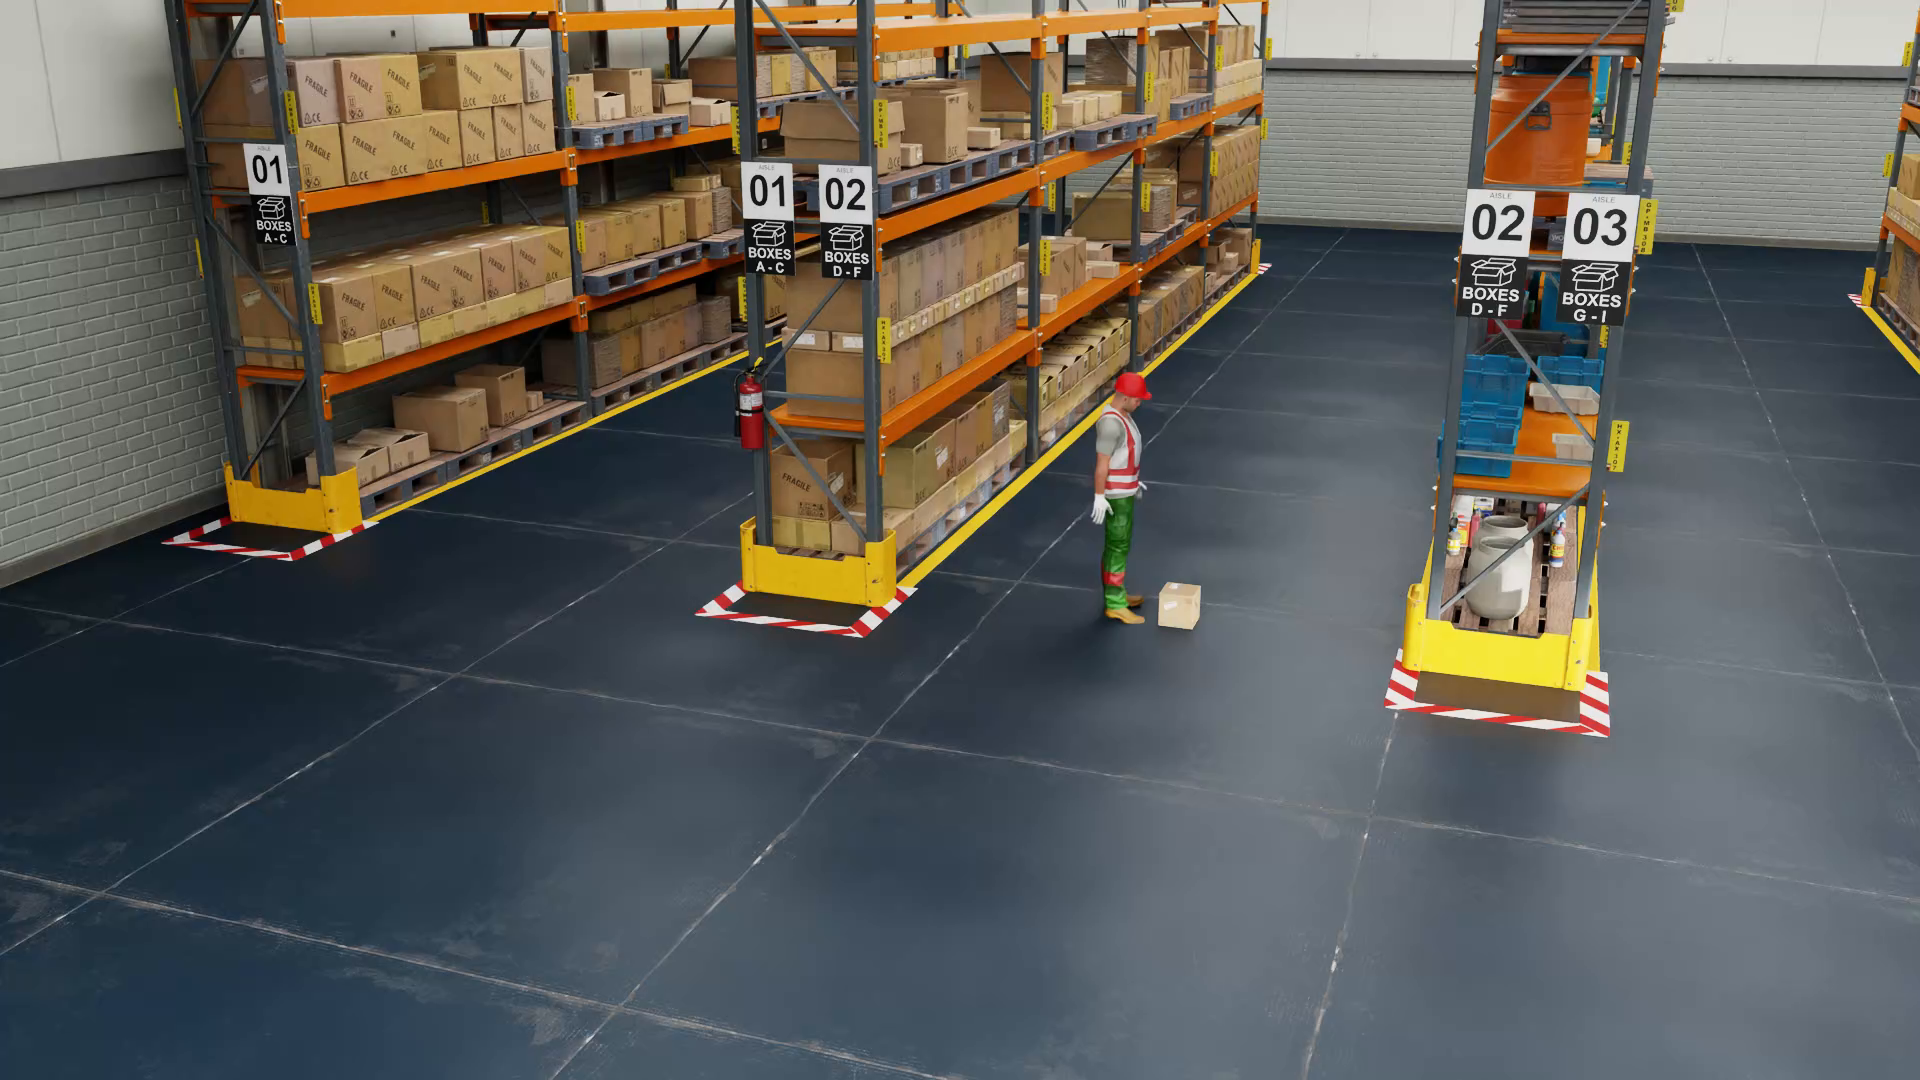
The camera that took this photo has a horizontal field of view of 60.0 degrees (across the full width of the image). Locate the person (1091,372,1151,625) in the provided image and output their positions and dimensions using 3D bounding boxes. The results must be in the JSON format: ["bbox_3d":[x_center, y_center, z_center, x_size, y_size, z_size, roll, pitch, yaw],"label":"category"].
[{"bbox_3d":[1.175,-0.320,11.960,0.402,1.816,0.688,3,19,10],"label":"person"}]
